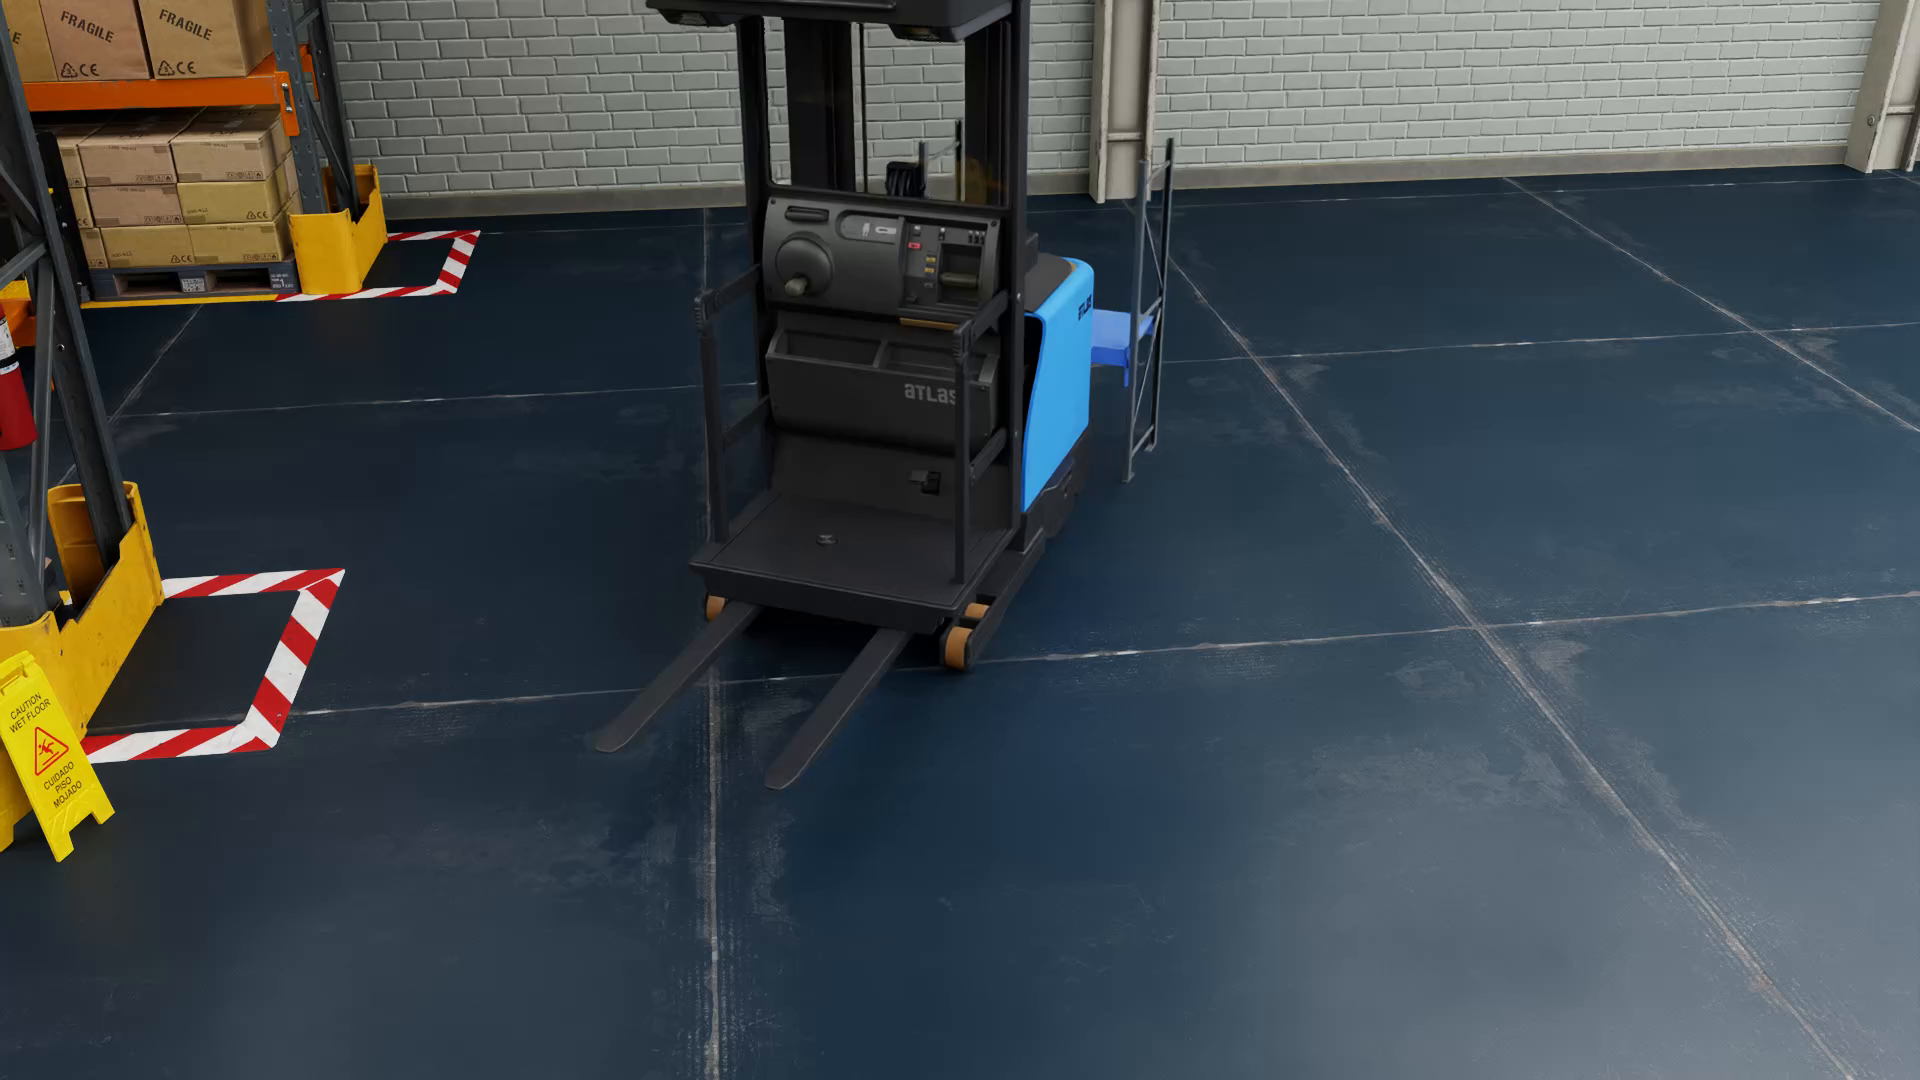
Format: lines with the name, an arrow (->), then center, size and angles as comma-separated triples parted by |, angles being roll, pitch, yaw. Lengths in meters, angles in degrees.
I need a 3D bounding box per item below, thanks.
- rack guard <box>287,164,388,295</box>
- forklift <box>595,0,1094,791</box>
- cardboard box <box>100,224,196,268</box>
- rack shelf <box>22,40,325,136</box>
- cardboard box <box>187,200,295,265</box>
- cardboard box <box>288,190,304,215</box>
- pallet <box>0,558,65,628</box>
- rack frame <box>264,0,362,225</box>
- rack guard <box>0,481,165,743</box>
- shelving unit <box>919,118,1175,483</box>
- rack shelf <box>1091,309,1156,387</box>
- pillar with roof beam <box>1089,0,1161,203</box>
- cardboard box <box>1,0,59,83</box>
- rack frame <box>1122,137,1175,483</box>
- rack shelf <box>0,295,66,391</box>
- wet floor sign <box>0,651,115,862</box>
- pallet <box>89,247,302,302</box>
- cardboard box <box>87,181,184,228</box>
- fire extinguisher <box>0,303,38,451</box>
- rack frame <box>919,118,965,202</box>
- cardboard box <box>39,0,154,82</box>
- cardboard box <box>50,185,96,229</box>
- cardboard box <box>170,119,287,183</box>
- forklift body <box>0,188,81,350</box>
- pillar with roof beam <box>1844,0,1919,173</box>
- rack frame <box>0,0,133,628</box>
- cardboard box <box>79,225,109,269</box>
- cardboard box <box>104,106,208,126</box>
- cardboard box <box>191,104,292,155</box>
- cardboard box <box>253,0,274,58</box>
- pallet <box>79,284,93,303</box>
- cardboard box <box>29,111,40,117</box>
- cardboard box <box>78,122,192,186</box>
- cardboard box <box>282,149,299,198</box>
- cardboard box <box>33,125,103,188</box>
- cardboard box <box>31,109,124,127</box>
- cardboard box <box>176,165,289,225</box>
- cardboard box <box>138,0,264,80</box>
rack guard -> -3.941, -1.989, 10.578 | 0.348, 0.500, 1.175 | -4, 27, -7
forklift -> -0.370, -1.021, 6.030 | 1.130, 2.935, 3.031 | 9, 29, 17
cardboard box -> -4.880, -1.863, 10.146 | 0.500, 0.250, 0.500 | -4, 27, -7
rack shelf -> -5.945, -2.652, 9.921 | 4.000, 0.370, 1.077 | -4, 27, -7
cardboard box -> -4.386, -1.890, 10.200 | 0.500, 0.250, 0.500 | -3, 27, -7
cardboard box -> -4.478, -2.120, 10.648 | 0.500, 0.250, 0.500 | -4, 27, -7
pallet -> -4.154, 0.426, 6.189 | 1.213, 0.211, 1.003 | -4, 27, -7
rack frame -> -3.965, -3.099, 10.004 | 0.127, 3.000, 1.000 | -4, 27, -7
rack guard -> -3.345, 0.261, 6.193 | 0.348, 0.500, 1.175 | -4, 27, -7
shelving unit -> 0.390, -1.126, 7.795 | 1.048, 1.500, 0.538 | 10, 28, 19
rack shelf -> 0.389, -0.965, 7.876 | 1.000, 0.185, 0.538 | 10, 28, 19
pillar with roof beam -> 1.761, -4.567, 6.294 | 0.400, 9.000, 9.100 | -4, 27, -7
cardboard box -> -5.438, -2.932, 9.569 | 0.500, 0.500, 0.500 | -4, 27, -8
rack frame -> 0.864, -1.042, 7.631 | 0.032, 1.500, 0.500 | 10, 28, 19
rack shelf -> -5.250, -0.408, 5.548 | 4.000, 0.370, 1.077 | -4, 27, -7
wet floor sign -> -2.932, 0.664, 5.250 | 0.232, 0.644, 0.267 | 6, 28, 11
pallet -> -4.716, -1.791, 10.509 | 1.213, 0.211, 1.003 | -4, 27, -7
cardboard box -> -4.901, -2.086, 10.034 | 0.500, 0.250, 0.500 | -4, 27, -8
fire extinguisher -> -3.092, -0.620, 5.258 | 0.183, 0.674, 0.296 | -4, 27, -7
rack frame -> -0.084, -1.211, 7.960 | 0.032, 1.500, 0.500 | 10, 28, 19
cardboard box -> -4.931, -2.965, 9.633 | 0.500, 0.500, 0.500 | -3, 27, -5
cardboard box -> -5.410, -2.044, 9.951 | 0.500, 0.250, 0.500 | -4, 27, -8
cardboard box -> -4.377, -2.337, 9.976 | 0.500, 0.250, 0.500 | -3, 27, -5
forklift body -> -5.588, -1.776, 8.356 | 1.214, 2.155, 2.313 | -4, 27, -7
pillar with roof beam -> 7.703, -4.949, 7.037 | 0.400, 9.000, 9.100 | -4, 27, -7
rack frame -> -3.270, -0.856, 5.632 | 0.127, 3.000, 1.000 | -4, 27, -7
cardboard box -> -5.377, -1.835, 10.092 | 0.500, 0.250, 0.500 | -3, 27, -7
cardboard box -> -4.961, -2.529, 10.350 | 0.500, 0.250, 0.500 | -4, 27, -7
cardboard box -> -4.467, -2.563, 10.415 | 0.500, 0.250, 0.500 | -4, 27, -8
cardboard box -> -4.494, -3.238, 10.165 | 0.500, 0.500, 0.500 | -3, 27, -5
pallet -> -5.922, -1.715, 10.361 | 1.213, 0.211, 1.003 | -4, 27, -7
cardboard box -> -5.967, -2.473, 10.240 | 0.500, 0.250, 0.500 | -4, 27, -8
cardboard box -> -4.882, -2.302, 9.908 | 0.500, 0.250, 0.500 | -3, 27, -6
cardboard box -> -4.459, -2.349, 10.547 | 0.500, 0.250, 0.500 | -3, 27, -6
cardboard box -> -5.381, -2.266, 9.836 | 0.500, 0.250, 0.500 | -3, 27, -6
cardboard box -> -5.458, -2.502, 10.298 | 0.500, 0.250, 0.500 | -4, 27, -7
cardboard box -> -4.403, -2.113, 10.086 | 0.500, 0.250, 0.500 | -4, 27, -8
cardboard box -> -4.416, -2.994, 9.689 | 0.500, 0.500, 0.500 | -4, 27, -8
